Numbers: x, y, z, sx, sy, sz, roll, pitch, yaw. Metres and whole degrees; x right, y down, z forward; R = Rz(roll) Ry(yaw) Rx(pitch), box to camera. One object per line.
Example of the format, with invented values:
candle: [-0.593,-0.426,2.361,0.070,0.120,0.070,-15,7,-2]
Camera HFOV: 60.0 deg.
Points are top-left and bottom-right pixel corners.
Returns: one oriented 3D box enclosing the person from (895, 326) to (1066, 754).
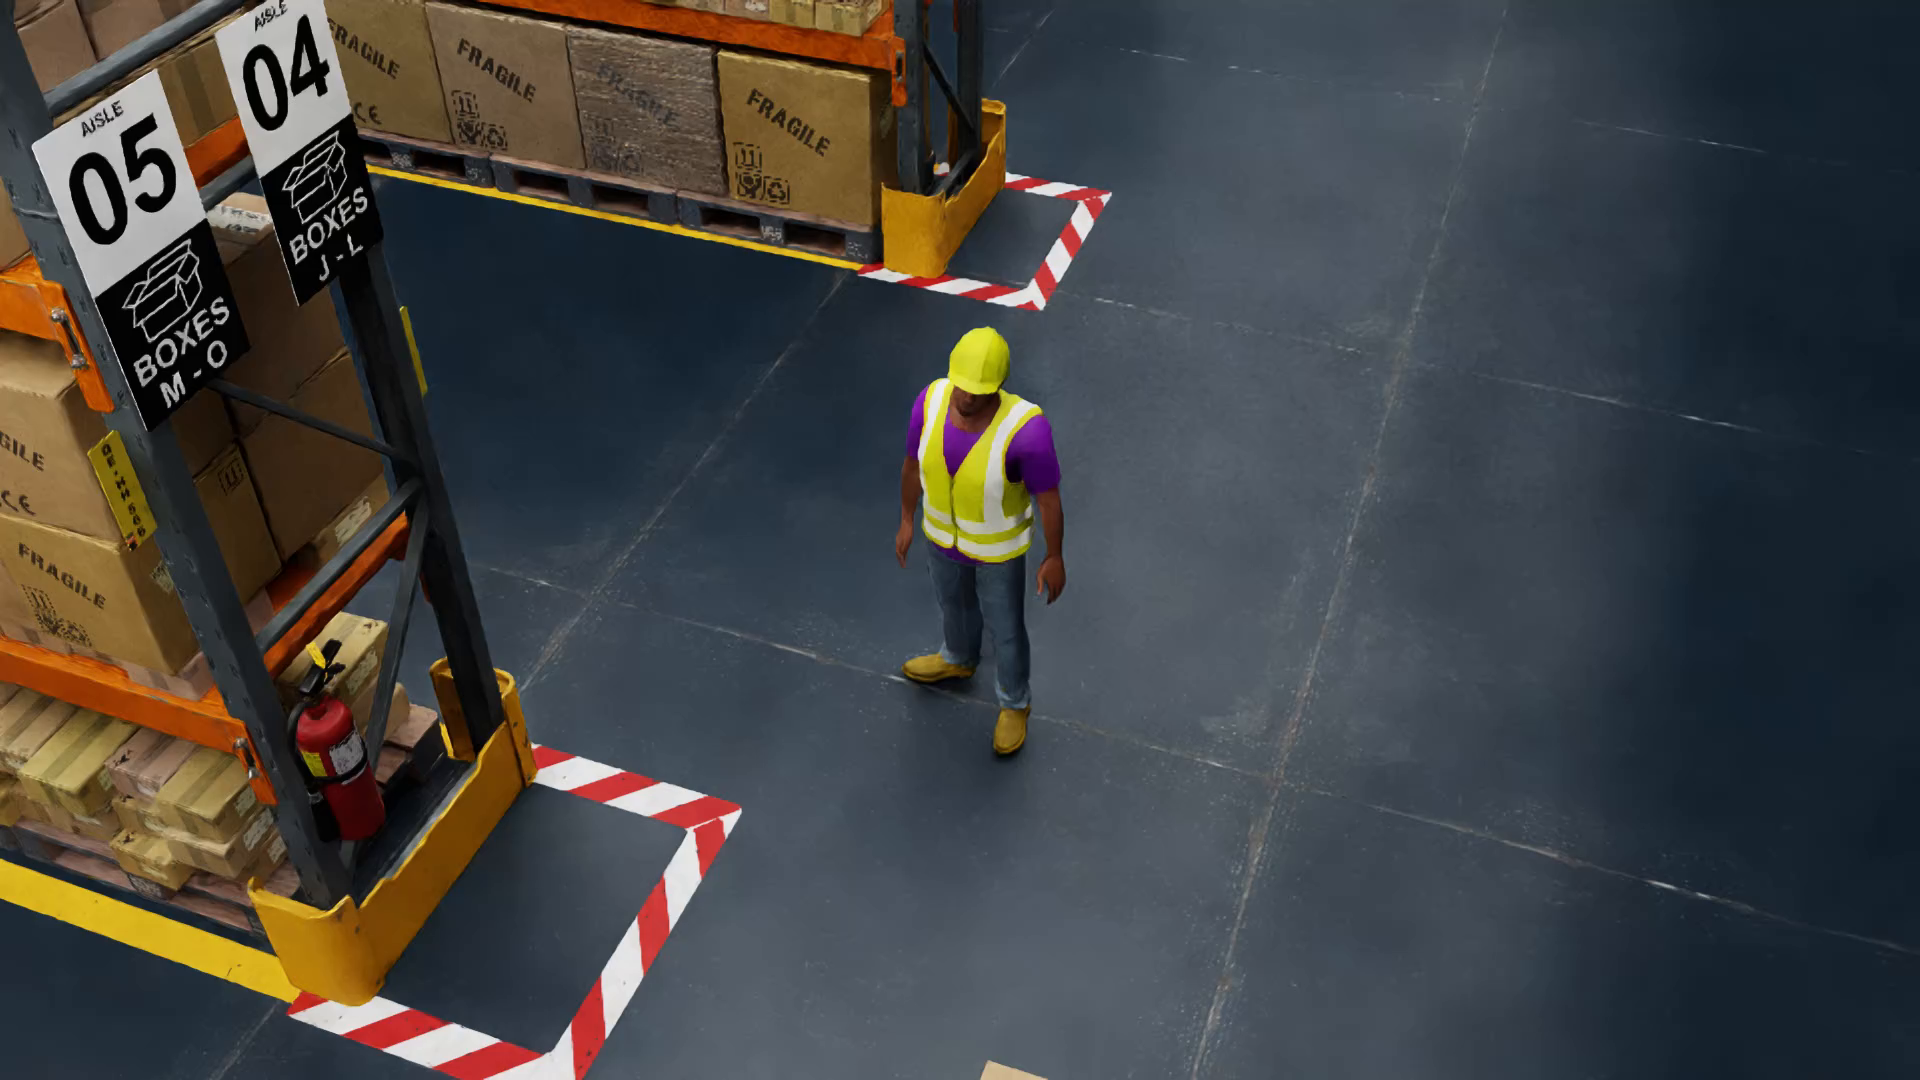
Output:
person: [0.066,-0.005,6.108,0.698,1.768,0.374,24,47,25]
